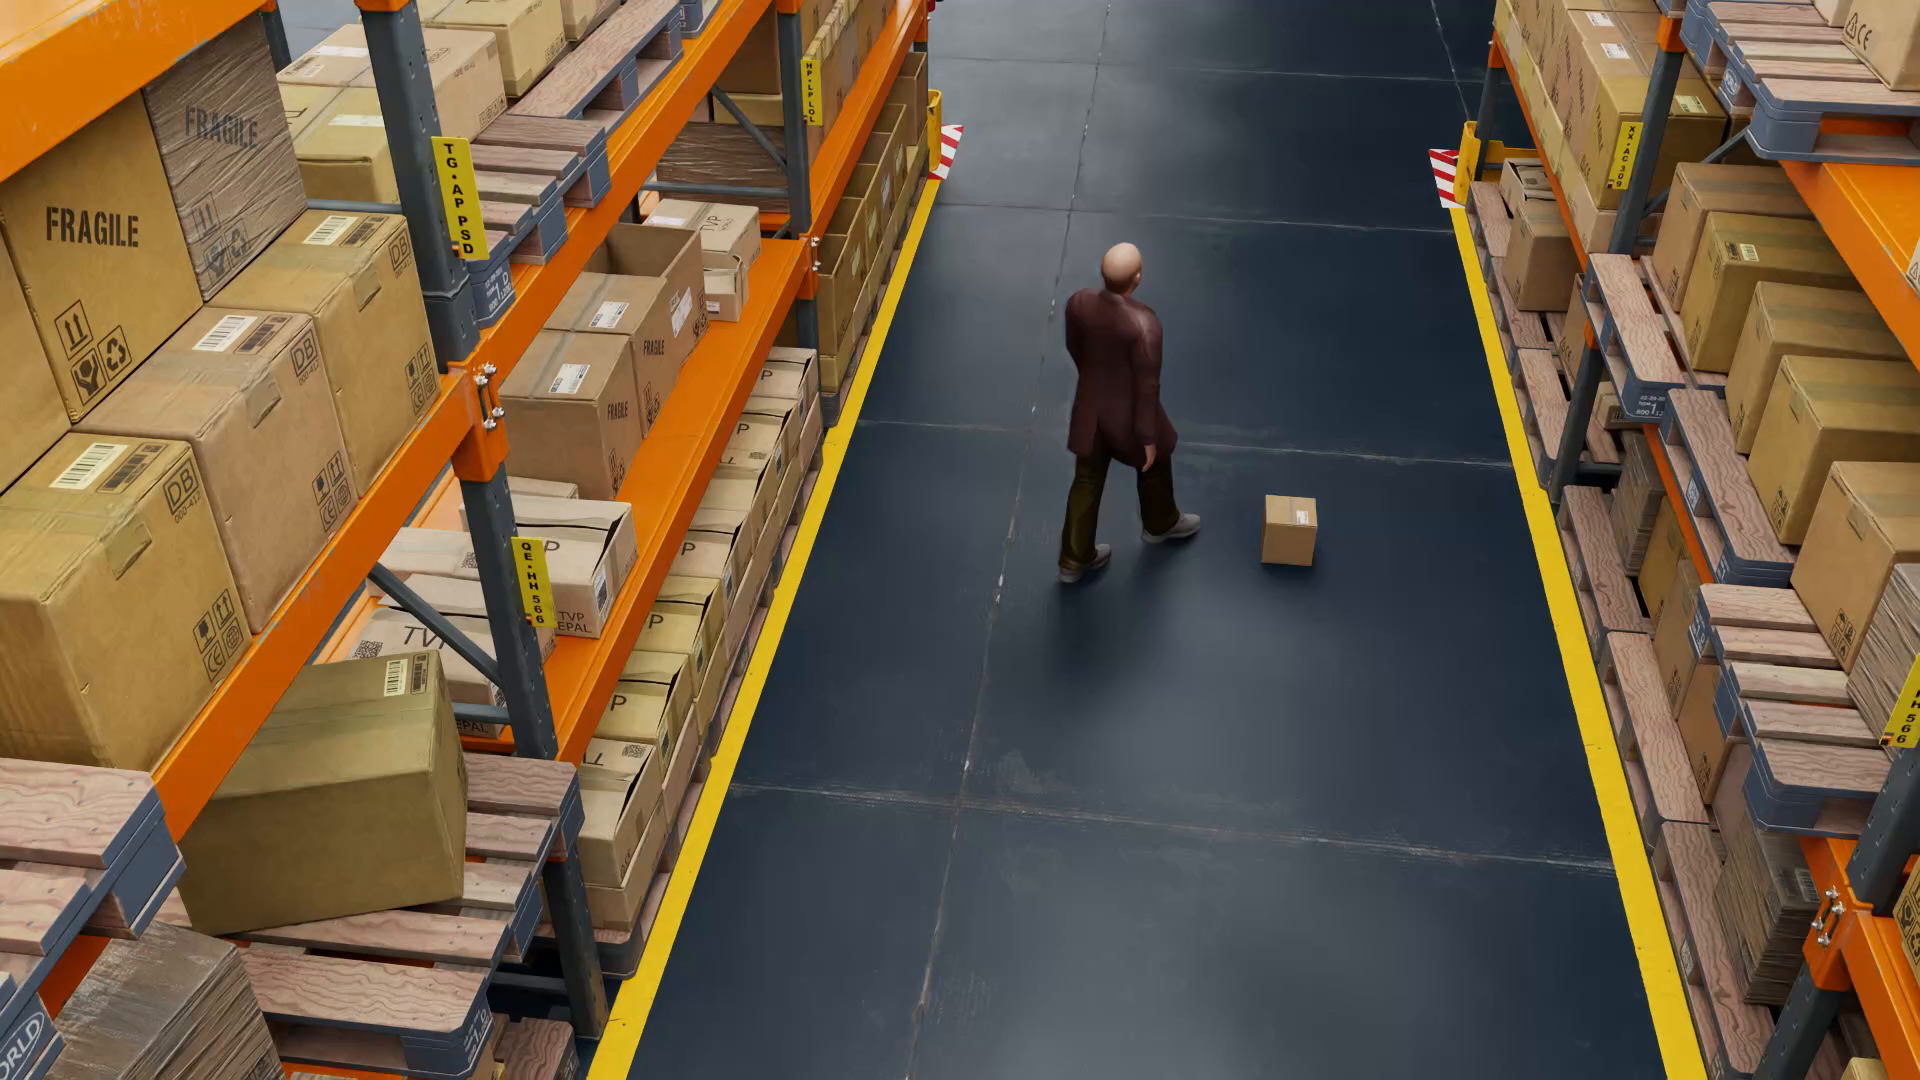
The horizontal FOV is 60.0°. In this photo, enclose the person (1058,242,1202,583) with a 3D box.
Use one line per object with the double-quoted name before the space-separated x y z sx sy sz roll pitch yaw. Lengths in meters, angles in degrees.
"person" 0.813 -0.669 7.954 0.610 1.755 0.878 24 42 30
